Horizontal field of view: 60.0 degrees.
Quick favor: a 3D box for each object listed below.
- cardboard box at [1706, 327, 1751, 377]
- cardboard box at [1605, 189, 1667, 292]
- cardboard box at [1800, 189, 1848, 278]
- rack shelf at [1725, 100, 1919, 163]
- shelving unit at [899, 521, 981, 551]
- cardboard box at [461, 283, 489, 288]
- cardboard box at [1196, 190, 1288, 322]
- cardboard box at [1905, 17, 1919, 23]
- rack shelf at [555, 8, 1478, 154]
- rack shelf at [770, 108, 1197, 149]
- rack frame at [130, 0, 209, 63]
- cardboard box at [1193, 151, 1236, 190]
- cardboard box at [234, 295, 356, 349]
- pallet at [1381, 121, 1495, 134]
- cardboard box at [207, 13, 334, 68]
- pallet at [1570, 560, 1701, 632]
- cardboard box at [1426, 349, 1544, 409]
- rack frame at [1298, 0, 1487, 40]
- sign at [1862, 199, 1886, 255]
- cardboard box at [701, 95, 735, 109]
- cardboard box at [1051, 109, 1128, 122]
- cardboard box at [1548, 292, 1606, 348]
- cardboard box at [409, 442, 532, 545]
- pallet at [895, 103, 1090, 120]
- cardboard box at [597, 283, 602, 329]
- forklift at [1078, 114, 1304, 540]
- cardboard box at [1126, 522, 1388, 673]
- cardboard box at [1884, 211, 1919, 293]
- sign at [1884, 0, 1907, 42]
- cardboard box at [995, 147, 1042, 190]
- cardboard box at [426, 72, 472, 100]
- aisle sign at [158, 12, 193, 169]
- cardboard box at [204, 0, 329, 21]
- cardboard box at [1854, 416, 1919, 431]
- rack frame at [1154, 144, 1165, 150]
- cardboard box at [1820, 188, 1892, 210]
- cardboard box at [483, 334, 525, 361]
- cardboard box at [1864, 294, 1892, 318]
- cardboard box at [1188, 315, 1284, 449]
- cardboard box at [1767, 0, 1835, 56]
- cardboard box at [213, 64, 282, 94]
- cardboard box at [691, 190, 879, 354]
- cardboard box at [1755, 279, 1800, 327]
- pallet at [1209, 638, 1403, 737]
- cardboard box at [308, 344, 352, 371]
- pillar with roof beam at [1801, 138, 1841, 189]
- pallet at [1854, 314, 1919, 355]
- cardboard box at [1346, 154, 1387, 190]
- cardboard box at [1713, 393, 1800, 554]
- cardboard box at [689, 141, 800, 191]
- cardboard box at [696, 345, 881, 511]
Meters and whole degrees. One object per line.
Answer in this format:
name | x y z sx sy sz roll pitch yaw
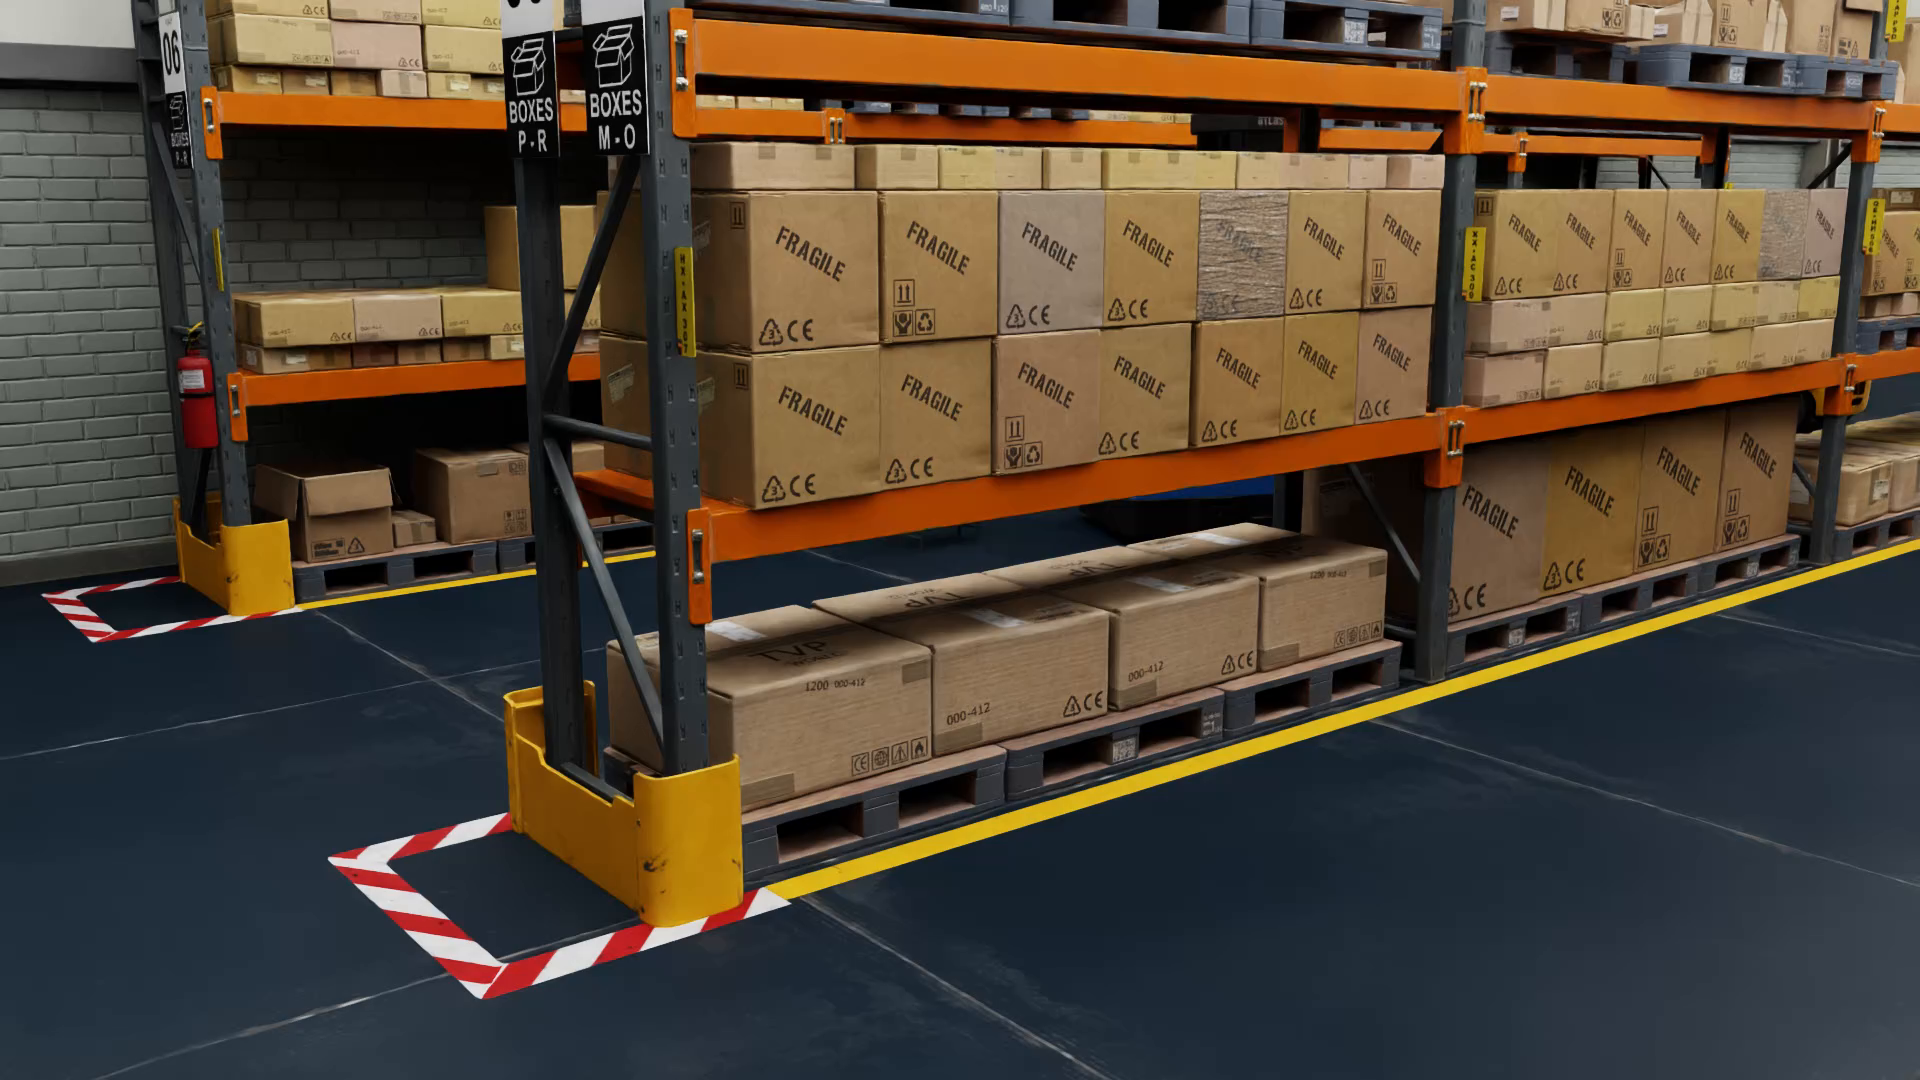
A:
cardboard box | 4.053 -1.070 9.307 0.500 0.250 0.500 -10 15 -38
cardboard box | 3.251 -1.547 8.546 0.500 0.500 0.500 -10 16 -39
cardboard box | 4.837 -1.811 9.788 0.500 0.500 0.500 -10 16 -39
rack shelf | 6.639 -2.757 11.404 4.000 0.370 1.077 -9 15 -38
shelving unit | -0.129 -0.565 10.903 0.503 1.200 0.258 -9 15 -38
cardboard box | -2.878 -1.522 10.720 0.500 0.250 0.500 -9 15 -38
cardboard box | 0.965 -1.163 6.738 0.500 0.500 0.500 -9 15 -37
cardboard box | 7.112 -3.668 12.108 0.500 0.250 0.500 -10 15 -39
rack shelf | 0.393 -1.719 6.515 4.000 0.370 1.077 -9 15 -38
rack shelf | 0.412 -3.043 12.748 4.000 0.370 1.077 -9 15 -38
rack frame | -4.273 -4.084 8.696 0.127 3.000 1.000 -9 15 -38
cardboard box | 0.875 -1.472 6.628 0.250 0.149 0.380 -10 15 -39
cardboard box | -3.750 -1.236 9.375 0.500 0.250 0.500 -9 15 -37
pallet | 4.417 -3.963 15.811 1.217 0.209 0.805 -10 16 -40
cardboard box | -3.756 -2.702 9.054 0.500 0.250 0.500 -10 15 -38
pallet | 3.463 0.229 9.542 1.213 0.211 1.003 -9 15 -38
cardboard box | 2.463 -0.804 8.057 0.500 0.250 0.500 -10 15 -39
rack frame | 1.954 -3.798 7.351 0.127 3.000 1.000 -9 15 -38
sign | 5.427 -1.859 9.876 0.005 0.325 0.100 -9 15 -38
cardboard box | -1.654 -2.853 10.728 0.250 0.149 0.380 -9 15 -36
cardboard box | 0.942 -3.345 12.799 0.500 0.250 0.500 -9 15 -38
cardboard box | 2.864 -1.118 8.331 0.500 0.250 0.500 -9 15 -37
cardboard box | -3.044 -0.300 10.329 0.500 0.500 0.700 -9 15 -35
pallet | 0.212 -3.252 12.452 1.003 0.211 1.213 -9 15 -38
cardboard box | -2.174 -1.505 10.638 0.500 0.250 0.500 -10 15 -38
forklift | 2.414 -1.568 11.454 3.031 2.935 1.130 -3 12 -15
cardboard box | 1.397 0.248 7.895 0.875 0.438 0.875 -10 15 -38
cardboard box | 5.976 -1.872 10.756 0.500 0.500 0.500 -8 15 -35
sign | 5.418 -3.050 9.616 0.005 0.325 0.100 -9 15 -38
cardboard box | 0.082 -1.341 6.015 0.250 0.149 0.380 -9 15 -37
cardboard box | -3.021 -2.617 9.614 0.250 0.149 0.380 -9 15 -38
aisle sign | -4.143 -2.364 8.783 0.004 0.787 0.394 -9 15 -38
cardboard box | -3.770 -2.950 9.019 0.500 0.250 0.500 -10 15 -38
cardboard box | 7.234 -0.659 12.328 0.625 0.372 0.950 -8 15 -34
rack frame | 1.974 -2.187 14.207 0.127 3.000 1.000 -9 15 -38
cardboard box | 6.179 -2.358 11.481 0.250 0.149 0.380 -10 16 -40
cardboard box | -2.808 -1.183 10.085 0.250 0.149 0.380 -10 16 -39
cardboard box | 5.689 -1.508 10.604 0.250 0.149 0.380 -11 16 -41
cardboard box | 0.970 -0.676 6.848 0.500 0.500 0.500 -10 15 -38
cardboard box | 4.423 -2.945 9.303 0.500 0.500 0.700 -10 16 -40
cardboard box | -3.879 -2.497 9.050 0.250 0.149 0.380 -9 15 -36
cardboard box | -0.616 -0.899 5.491 0.500 0.500 0.500 -10 15 -39
cardboard box | 4.460 -1.383 9.576 0.500 0.250 0.500 -10 16 -39
pallet | 1.312 0.586 7.859 1.213 0.211 1.003 -9 15 -38
cardboard box | -3.675 -1.065 9.527 0.250 0.149 0.380 -9 15 -36
pillar with roof beam | 14.489 -6.296 19.114 0.400 9.000 9.100 -9 15 -38
pallet | 5.568 -1.399 10.955 1.003 0.211 1.213 -9 15 -38
cardboard box | 1.639 -1.611 7.283 0.250 0.149 0.380 -9 15 -36
cardboard box | 4.486 -0.473 10.237 0.875 0.875 0.875 -10 15 -38
cardboard box | -0.719 -1.201 5.354 0.250 0.149 0.380 -9 15 -36
cardboard box | -0.615 -0.409 5.593 0.500 0.500 0.500 -10 15 -38
